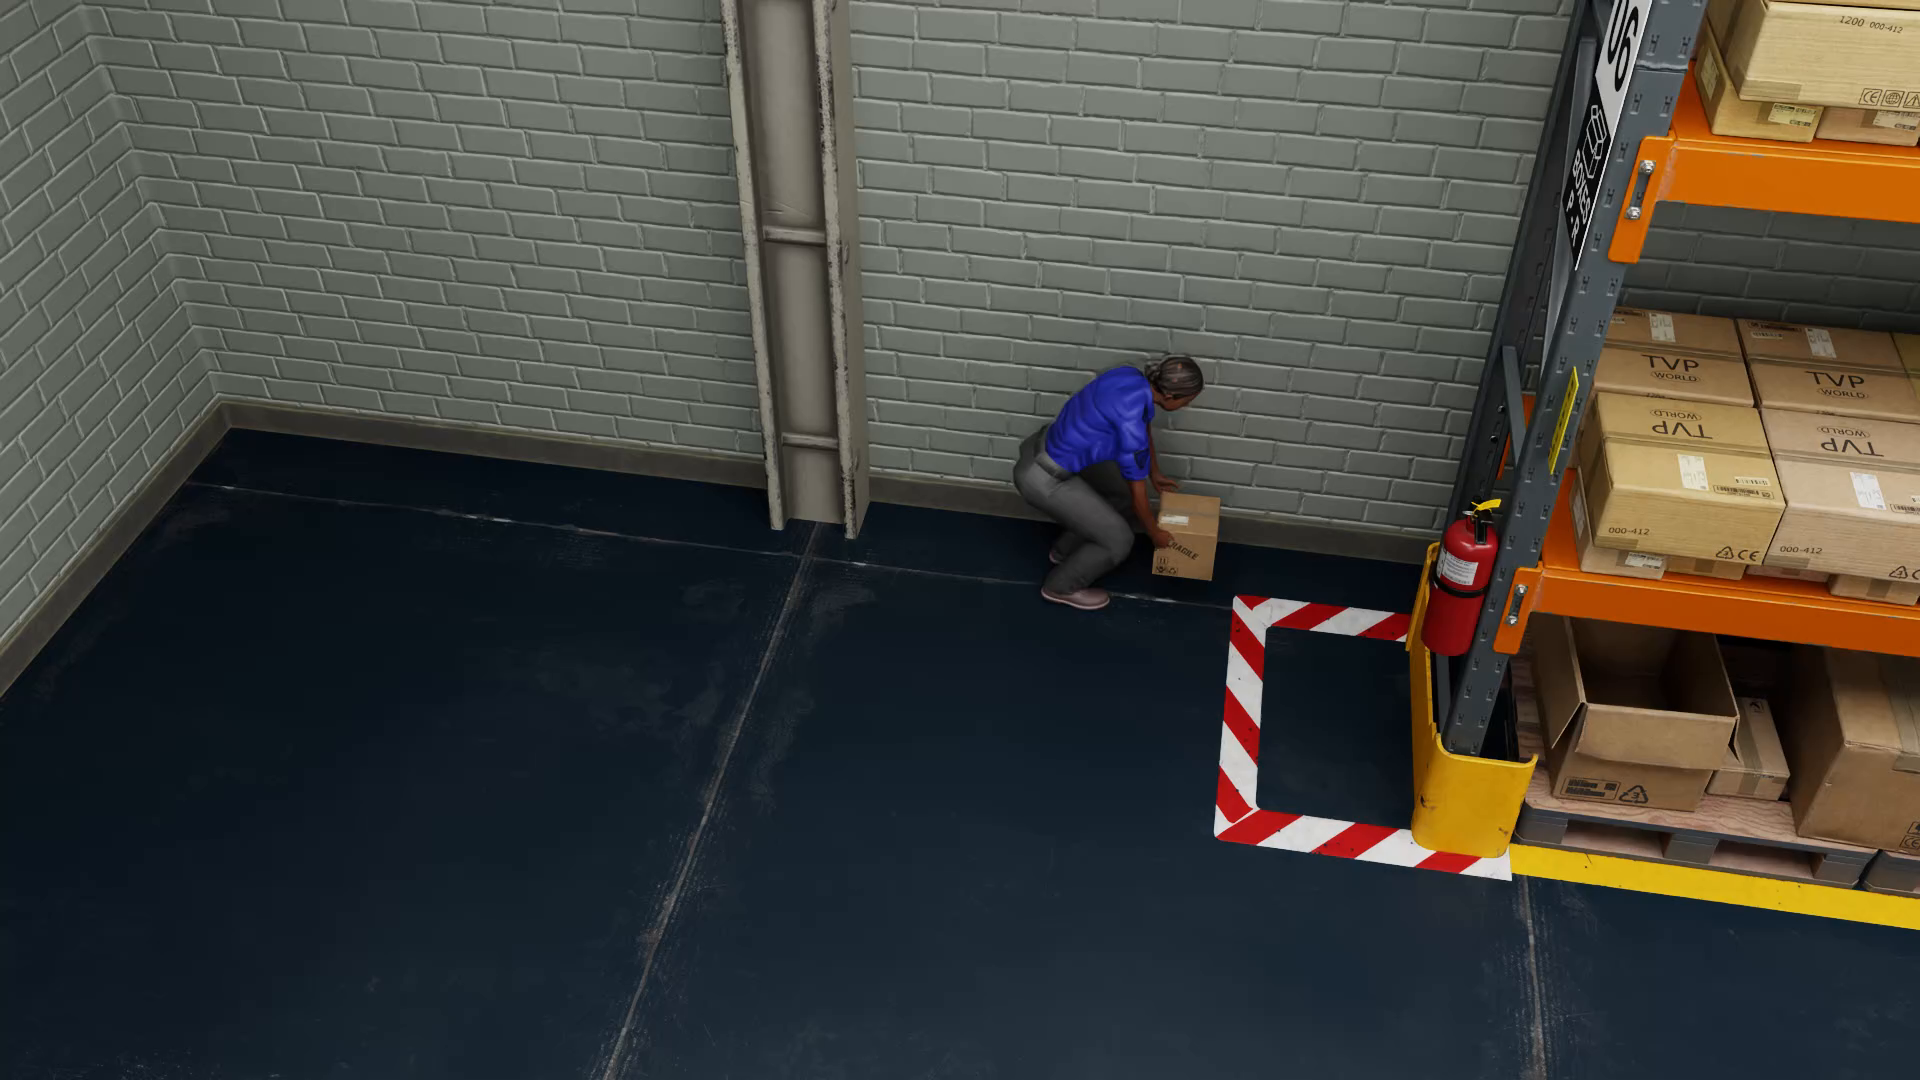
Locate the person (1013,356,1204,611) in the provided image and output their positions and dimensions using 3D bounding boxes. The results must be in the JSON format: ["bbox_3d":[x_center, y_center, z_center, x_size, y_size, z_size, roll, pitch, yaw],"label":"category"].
[{"bbox_3d":[0.592,-0.275,6.861,0.726,1.168,0.501,6,41,7],"label":"person"}]
